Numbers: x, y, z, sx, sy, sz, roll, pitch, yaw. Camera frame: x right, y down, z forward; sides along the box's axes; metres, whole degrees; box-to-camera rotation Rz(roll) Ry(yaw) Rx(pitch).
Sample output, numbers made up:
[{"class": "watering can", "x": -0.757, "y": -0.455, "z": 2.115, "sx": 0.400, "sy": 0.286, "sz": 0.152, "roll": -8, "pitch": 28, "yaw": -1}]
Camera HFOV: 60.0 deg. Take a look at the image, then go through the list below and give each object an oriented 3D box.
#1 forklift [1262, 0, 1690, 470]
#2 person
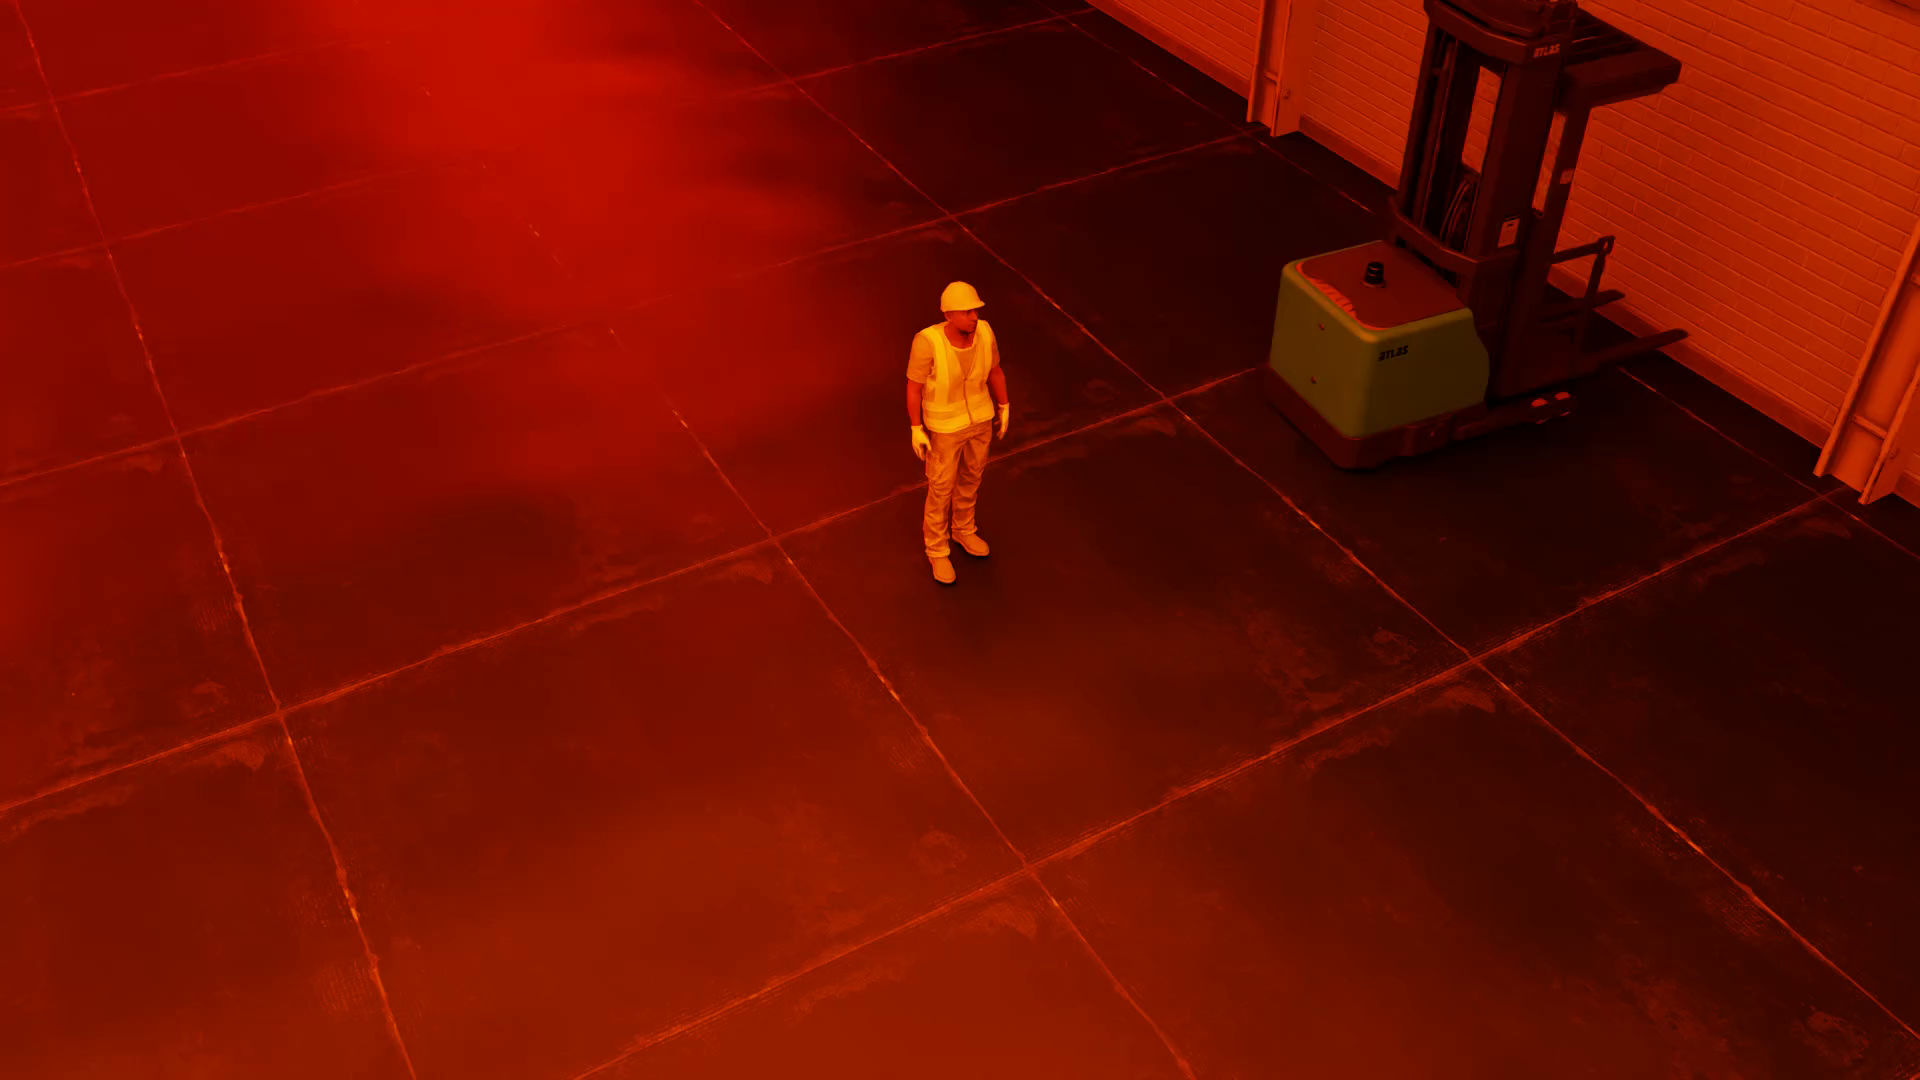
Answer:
[{"class": "forklift", "x": 3.644, "y": -2.213, "z": 10.704, "sx": 3.031, "sy": 2.935, "sz": 1.130, "roll": -16, "pitch": 42, "yaw": -18}, {"class": "person", "x": 0.030, "y": -0.649, "z": 9.707, "sx": 0.656, "sy": 1.784, "sz": 0.575, "roll": -20, "pitch": 44, "yaw": -23}]
